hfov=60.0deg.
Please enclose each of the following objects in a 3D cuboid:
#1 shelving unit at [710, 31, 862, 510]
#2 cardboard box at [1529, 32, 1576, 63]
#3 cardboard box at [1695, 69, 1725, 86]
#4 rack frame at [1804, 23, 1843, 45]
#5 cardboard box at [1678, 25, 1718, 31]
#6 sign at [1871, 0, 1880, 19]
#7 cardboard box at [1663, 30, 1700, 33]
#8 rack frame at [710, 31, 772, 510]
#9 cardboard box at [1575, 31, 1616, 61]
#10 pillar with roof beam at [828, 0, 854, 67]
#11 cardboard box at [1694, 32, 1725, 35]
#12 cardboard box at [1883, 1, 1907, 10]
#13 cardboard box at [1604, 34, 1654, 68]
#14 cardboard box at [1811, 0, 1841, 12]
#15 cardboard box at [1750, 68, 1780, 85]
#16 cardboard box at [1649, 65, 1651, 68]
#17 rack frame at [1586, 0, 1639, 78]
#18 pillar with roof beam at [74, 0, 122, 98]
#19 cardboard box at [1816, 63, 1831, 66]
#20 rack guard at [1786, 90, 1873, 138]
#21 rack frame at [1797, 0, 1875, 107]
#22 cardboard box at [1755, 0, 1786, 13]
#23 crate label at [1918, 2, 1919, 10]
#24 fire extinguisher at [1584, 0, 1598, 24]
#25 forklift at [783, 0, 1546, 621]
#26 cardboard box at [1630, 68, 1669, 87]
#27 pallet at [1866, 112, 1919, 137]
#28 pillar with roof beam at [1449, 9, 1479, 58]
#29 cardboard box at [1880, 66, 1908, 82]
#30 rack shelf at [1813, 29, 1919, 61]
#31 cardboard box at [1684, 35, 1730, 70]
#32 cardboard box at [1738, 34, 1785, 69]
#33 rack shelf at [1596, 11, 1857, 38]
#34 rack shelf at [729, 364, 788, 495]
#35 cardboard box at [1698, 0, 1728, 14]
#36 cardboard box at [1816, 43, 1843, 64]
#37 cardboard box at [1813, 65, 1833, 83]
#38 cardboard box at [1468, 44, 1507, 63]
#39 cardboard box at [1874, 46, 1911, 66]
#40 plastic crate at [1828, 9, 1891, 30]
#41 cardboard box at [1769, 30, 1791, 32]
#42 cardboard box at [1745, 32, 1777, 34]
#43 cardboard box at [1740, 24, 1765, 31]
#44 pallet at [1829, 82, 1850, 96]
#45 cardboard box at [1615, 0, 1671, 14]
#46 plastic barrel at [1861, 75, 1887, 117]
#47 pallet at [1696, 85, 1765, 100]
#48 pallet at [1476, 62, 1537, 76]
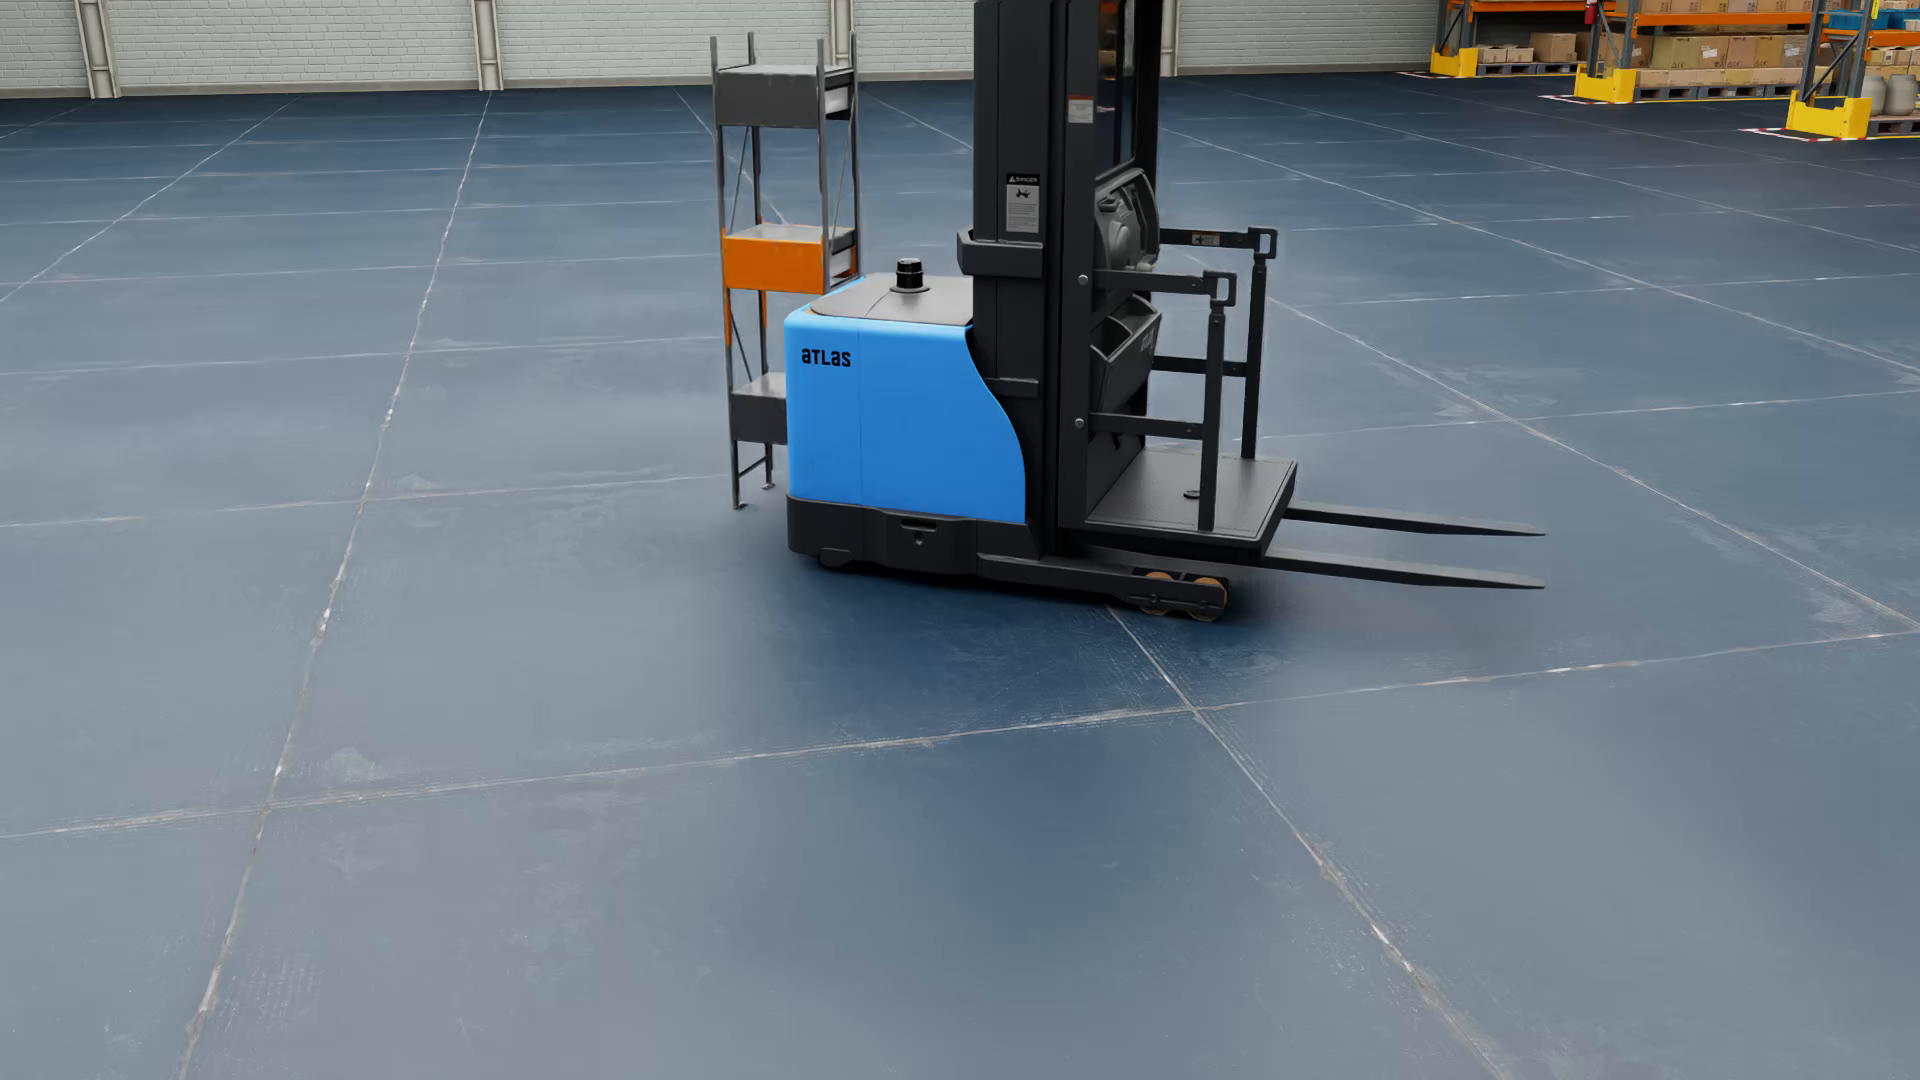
[{"bbox_3d":[-0.748,-1.165,7.441,0.503,2.100,0.431,7,21,17],"label":"shelving unit"},{"bbox_3d":[11.097,-9.243,31.180,0.500,0.500,0.700,-6,21,-16],"label":"cardboard box"},{"bbox_3d":[11.812,-7.395,26.529,0.500,0.250,0.500,-5,21,-12],"label":"cardboard box"},{"bbox_3d":[16.908,-10.732,32.251,0.127,3.000,1.000,-5,21,-12],"label":"rack frame"},{"bbox_3d":[14.155,-9.900,31.885,0.500,0.250,0.500,-5,21,-14],"label":"cardboard box"},{"bbox_3d":[11.525,-6.728,20.918,0.005,0.325,0.100,-5,21,-12],"label":"sign"},{"bbox_3d":[13.728,-9.512,31.915,0.500,0.500,0.700,-4,20,-11],"label":"cardboard box"},{"bbox_3d":[-0.980,-1.191,7.514,0.015,2.100,0.400,7,21,17],"label":"rack frame"},{"bbox_3d":[12.014,-9.353,31.480,0.500,0.500,0.500,-6,21,-17],"label":"cardboard box"},{"bbox_3d":[-1.083,-10.870,23.906,0.400,9.000,9.100,-5,21,-12],"label":"pillar with roof beam"},{"bbox_3d":[12.176,-7.964,26.993,0.500,0.500,0.500,-5,21,-12],"label":"cardboard box"},{"bbox_3d":[15.068,-8.641,26.909,0.250,0.149,0.380,-5,21,-12],"label":"cardboard box"},{"bbox_3d":[10.719,-7.841,26.656,0.500,0.500,0.500,-5,21,-12],"label":"cardboard box"},{"bbox_3d":[13.728,-8.767,26.742,0.500,0.500,0.700,-5,21,-14],"label":"cardboard box"},{"bbox_3d":[12.786,-7.473,26.741,0.500,0.250,0.500,-5,21,-12],"label":"cardboard box"},{"bbox_3d":[11.204,-7.532,26.902,0.500,0.250,0.500,-5,21,-12],"label":"cardboard box"},{"bbox_3d":[10.266,-8.441,25.997,0.127,3.000,1.000,-5,21,-12],"label":"rack frame"},{"bbox_3d":[-12.761,-9.920,21.313,0.400,9.000,9.100,-5,21,-12],"label":"pillar with roof beam"},{"bbox_3d":[14.496,-7.794,27.616,0.500,0.250,0.500,-5,21,-13],"label":"cardboard box"},{"bbox_3d":[11.465,-5.631,21.959,0.348,0.500,1.175,-5,21,-12],"label":"rack guard"},{"bbox_3d":[11.402,-6.783,21.470,0.127,3.000,1.000,-5,21,-12],"label":"rack frame"},{"bbox_3d":[12.727,-8.685,26.518,0.500,0.500,0.700,-4,21,-12],"label":"cardboard box"},{"bbox_3d":[13.131,-7.035,22.108,0.616,0.435,0.502,-5,21,-12],"label":"crate label"},{"bbox_3d":[10.044,-8.551,26.409,0.183,0.674,0.296,-5,21,-12],"label":"fire extinguisher"},{"bbox_3d":[0.848,-1.266,6.510,3.031,2.935,1.130,7,21,17],"label":"forklift"},{"bbox_3d":[10.839,-7.315,26.310,0.500,0.250,0.500,-5,21,-12],"label":"cardboard box"},{"bbox_3d":[12.257,-5.558,22.179,1.213,0.211,1.003,-5,21,-12],"label":"pallet"},{"bbox_3d":[10.595,-11.820,26.499,0.400,9.000,9.100,-5,21,-12],"label":"pillar with roof beam"},{"bbox_3d":[15.106,-7.653,27.232,0.500,0.250,0.500,-4,21,-11],"label":"cardboard box"},{"bbox_3d":[13.349,-6.603,22.026,4.000,0.370,1.077,-5,21,-12],"label":"rack shelf"},{"bbox_3d":[11.809,-7.751,26.411,0.500,0.500,0.500,-5,21,-12],"label":"cardboard box"},{"bbox_3d":[12.783,-7.829,26.624,0.500,0.500,0.500,-5,21,-12],"label":"cardboard box"},{"bbox_3d":[12.212,-8.262,26.553,4.000,0.370,1.077,-5,21,-12],"label":"rack shelf"},{"bbox_3d":[-0.748,-0.494,7.686,0.480,0.518,0.431,7,21,17],"label":"rack shelf"},{"bbox_3d":[11.718,-8.601,26.289,0.500,0.500,0.700,-5,21,-12],"label":"cardboard box"},{"bbox_3d":[14.487,-8.055,27.515,0.500,0.311,0.500,-5,21,-12],"label":"cardboard box"},{"bbox_3d":[13.758,-7.554,26.962,0.500,0.250,0.500,-5,21,-12],"label":"cardboard box"},{"bbox_3d":[9.817,-9.068,30.977,0.500,0.311,0.500,-7,21,-19],"label":"cardboard box"},{"bbox_3d":[15.107,-7.914,27.130,0.500,0.311,0.500,-5,21,-13],"label":"cardboard box"},{"bbox_3d":[11.820,-6.853,21.877,0.616,0.251,0.499,-5,21,-12],"label":"plastic crate"},{"bbox_3d":[15.691,-9.689,32.397,0.500,0.500,0.700,-5,21,-13],"label":"cardboard box"},{"bbox_3d":[13.151,-8.042,27.203,0.500,0.500,0.500,-5,21,-12],"label":"cardboard box"},{"bbox_3d":[15.151,-9.976,32.092,0.500,0.250,0.500,-5,21,-13],"label":"cardboard box"},{"bbox_3d":[14.867,-7.520,27.536,1.213,0.211,1.003,-5,21,-12],"label":"pallet"},{"bbox_3d":[10.723,-8.521,26.069,0.500,0.500,0.700,-5,21,-12],"label":"cardboard box"},{"bbox_3d":[12.025,-5.889,22.037,0.421,0.512,0.421,0,20,0],"label":"plastic barrel"},{"bbox_3d":[12.186,-7.302,26.940,1.213,0.211,1.003,-5,21,-12],"label":"pallet"},{"bbox_3d":[9.995,-8.848,31.162,1.213,0.211,1.003,-5,21,-12],"label":"pallet"}]
